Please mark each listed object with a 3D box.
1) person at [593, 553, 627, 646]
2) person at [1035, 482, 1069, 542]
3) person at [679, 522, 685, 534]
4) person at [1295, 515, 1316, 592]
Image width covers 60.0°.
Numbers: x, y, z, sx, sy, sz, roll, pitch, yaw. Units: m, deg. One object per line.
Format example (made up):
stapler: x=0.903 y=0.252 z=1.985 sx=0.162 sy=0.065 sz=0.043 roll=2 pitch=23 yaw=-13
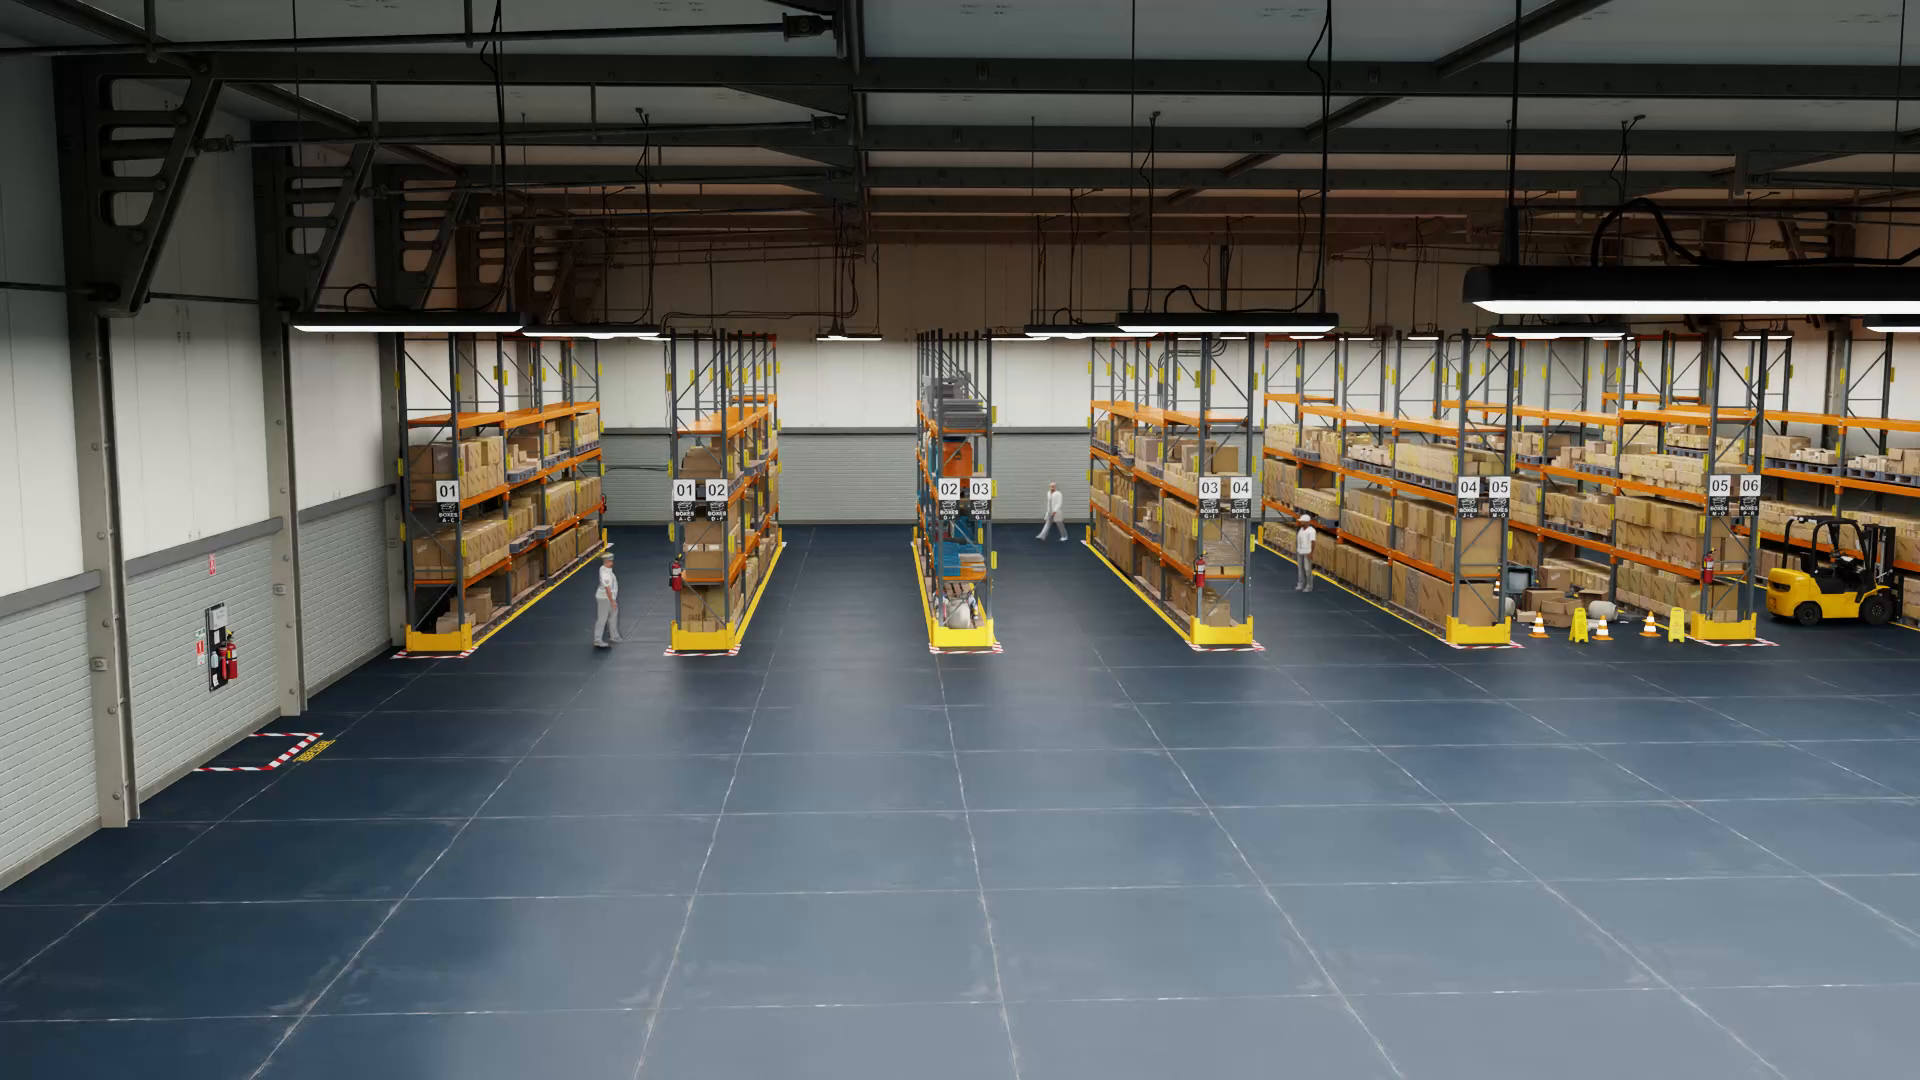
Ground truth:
person: x=-6.702 y=1.141 z=31.711 sx=0.551 sy=1.794 sz=0.705 roll=0 pitch=7 yaw=-3
person: x=2.657 y=-0.799 z=47.902 sx=1.180 sy=1.718 sz=0.621 roll=-6 pitch=9 yaw=-41
person: x=-8.061 y=-0.906 z=49.336 sx=0.878 sy=1.630 sz=0.535 roll=3 pitch=7 yaw=22
person: x=8.028 y=0.306 z=38.642 sx=0.381 sy=1.783 sz=0.596 roll=-5 pitch=8 yaw=-36
